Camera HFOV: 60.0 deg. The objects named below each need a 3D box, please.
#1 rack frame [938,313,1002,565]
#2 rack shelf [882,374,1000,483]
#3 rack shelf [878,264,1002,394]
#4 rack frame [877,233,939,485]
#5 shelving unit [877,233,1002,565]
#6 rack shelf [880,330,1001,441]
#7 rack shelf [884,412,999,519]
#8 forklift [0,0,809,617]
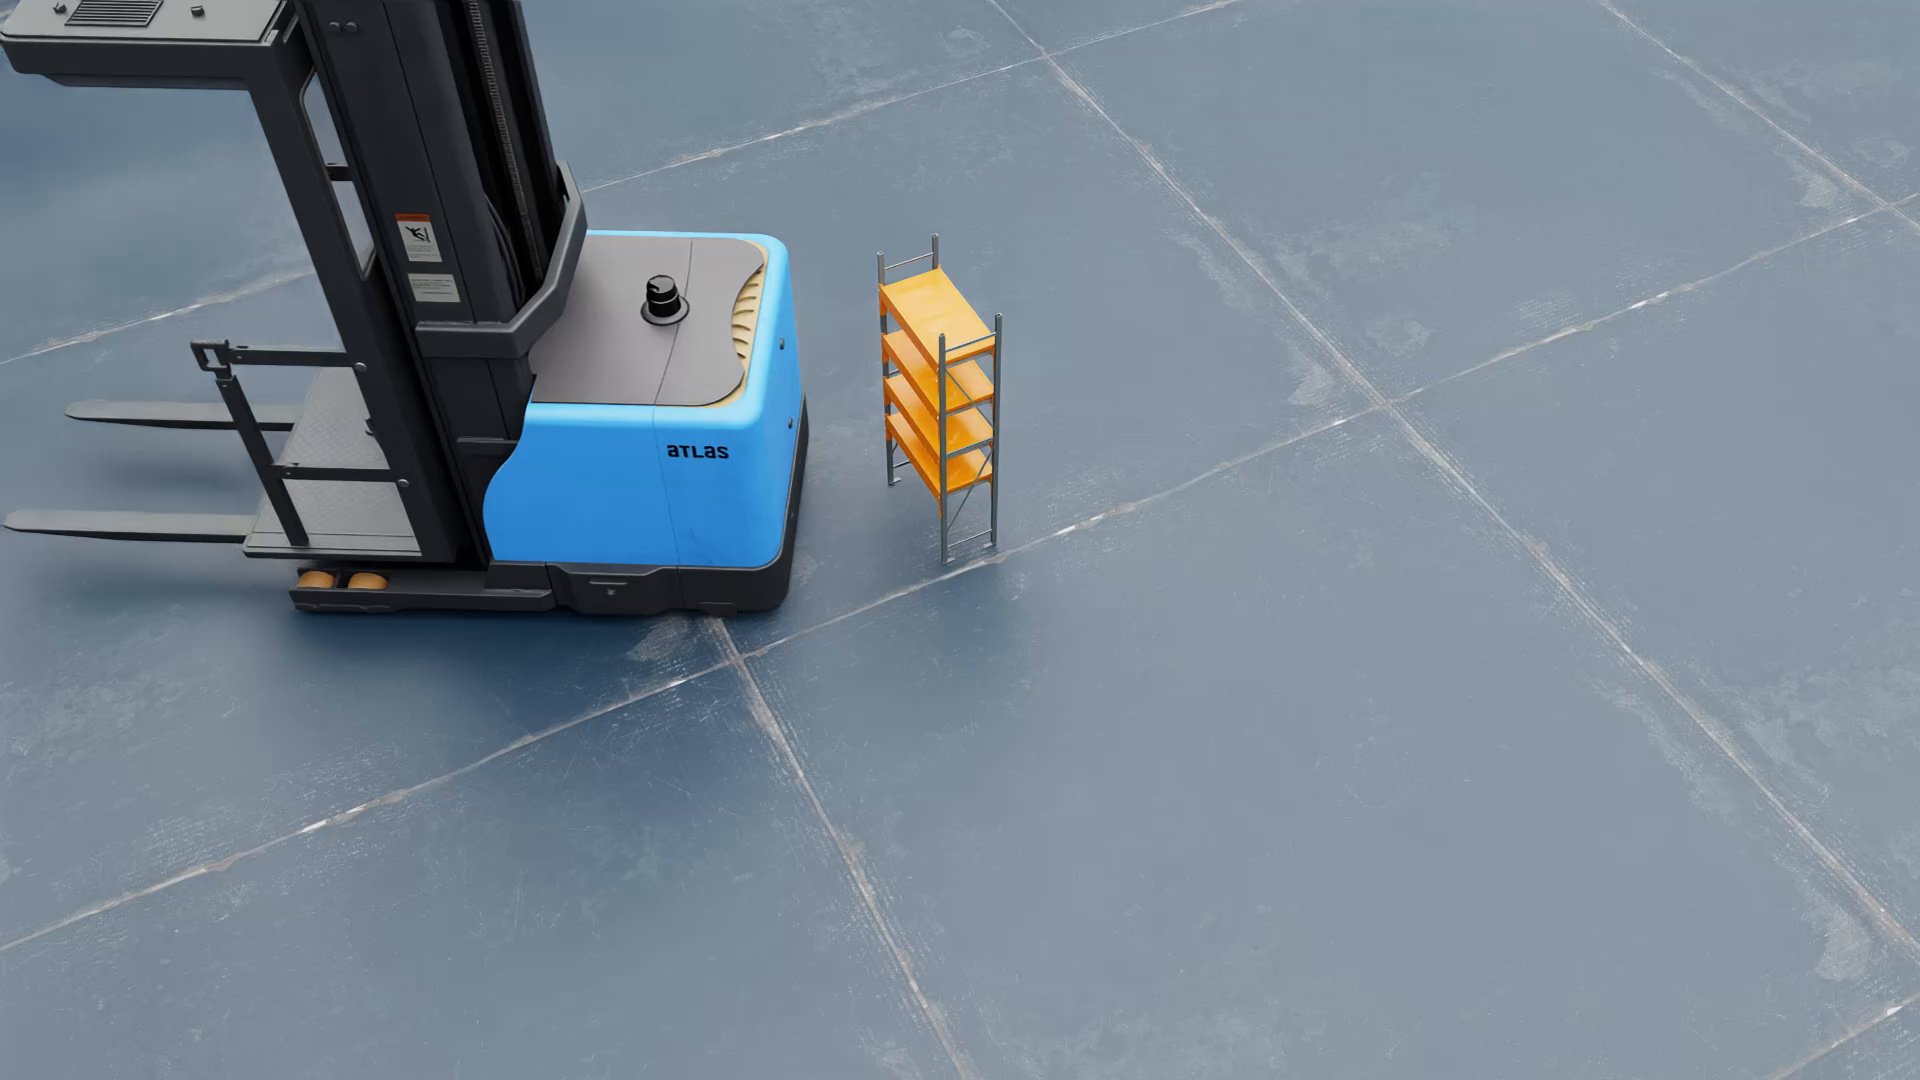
[{"bbox_3d":[0.036,-0.342,6.145,0.240,1.200,0.015,-21,52,-18],"label":"rack frame"},{"bbox_3d":[-0.076,-0.461,6.339,0.258,0.148,0.480,-21,52,-18],"label":"rack shelf"},{"bbox_3d":[-0.076,-0.764,5.992,0.258,0.148,0.480,-21,52,-18],"label":"rack shelf"},{"bbox_3d":[-0.187,-0.669,6.431,0.240,1.200,0.015,-21,52,-18],"label":"rack frame"},{"bbox_3d":[-0.076,-0.506,6.288,0.258,1.200,0.503,-21,52,-18],"label":"shelving unit"},{"bbox_3d":[-0.076,-0.609,6.170,0.258,0.148,0.480,-21,52,-18],"label":"rack shelf"},{"bbox_3d":[-0.076,-0.331,6.488,0.258,0.148,0.480,-21,52,-18],"label":"rack shelf"},{"bbox_3d":[-2.159,-1.082,5.642,3.031,2.935,1.130,2,49,1],"label":"forklift"}]
